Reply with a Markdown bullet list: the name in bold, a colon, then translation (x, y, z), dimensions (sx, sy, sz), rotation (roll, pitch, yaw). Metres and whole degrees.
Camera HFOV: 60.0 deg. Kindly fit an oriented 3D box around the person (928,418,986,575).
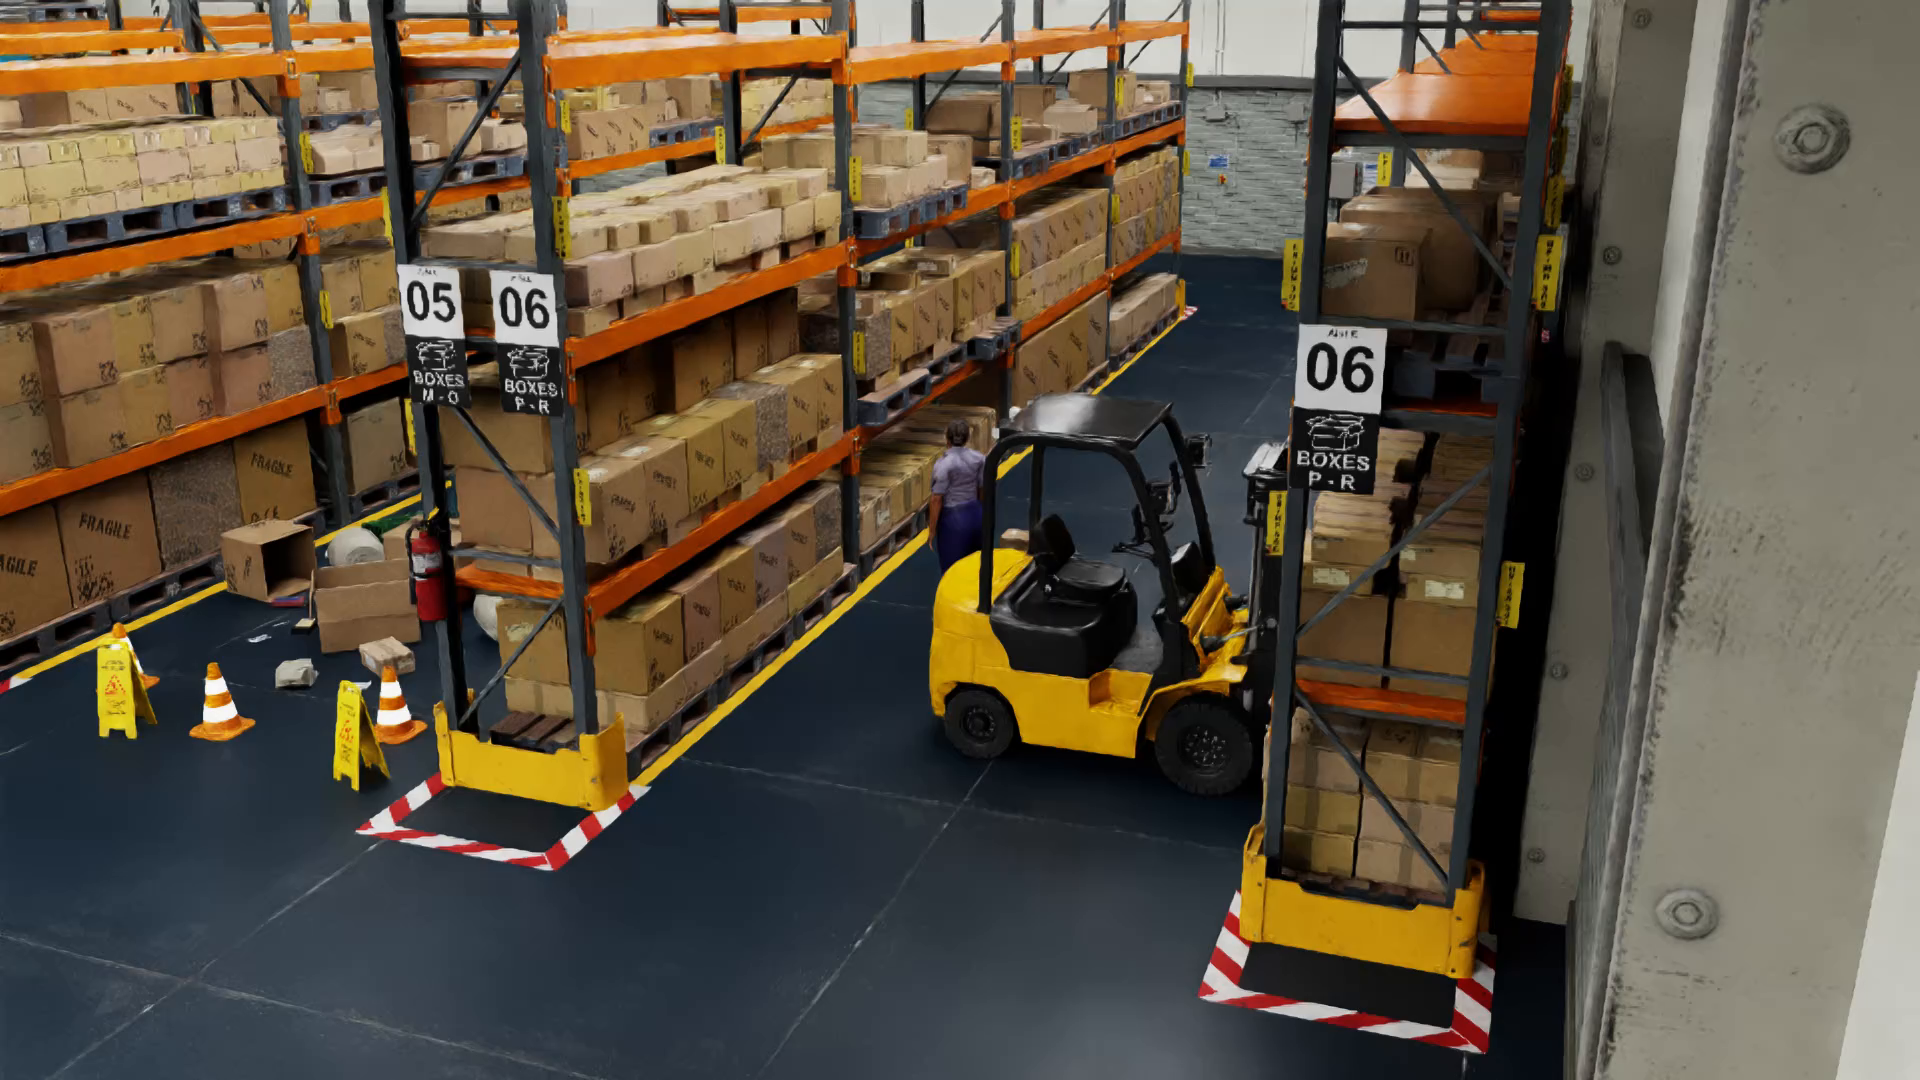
- **person**: translation (-0.031, -0.110, 12.345), dimensions (0.583, 1.646, 0.544), rotation (-17, 25, -41)
